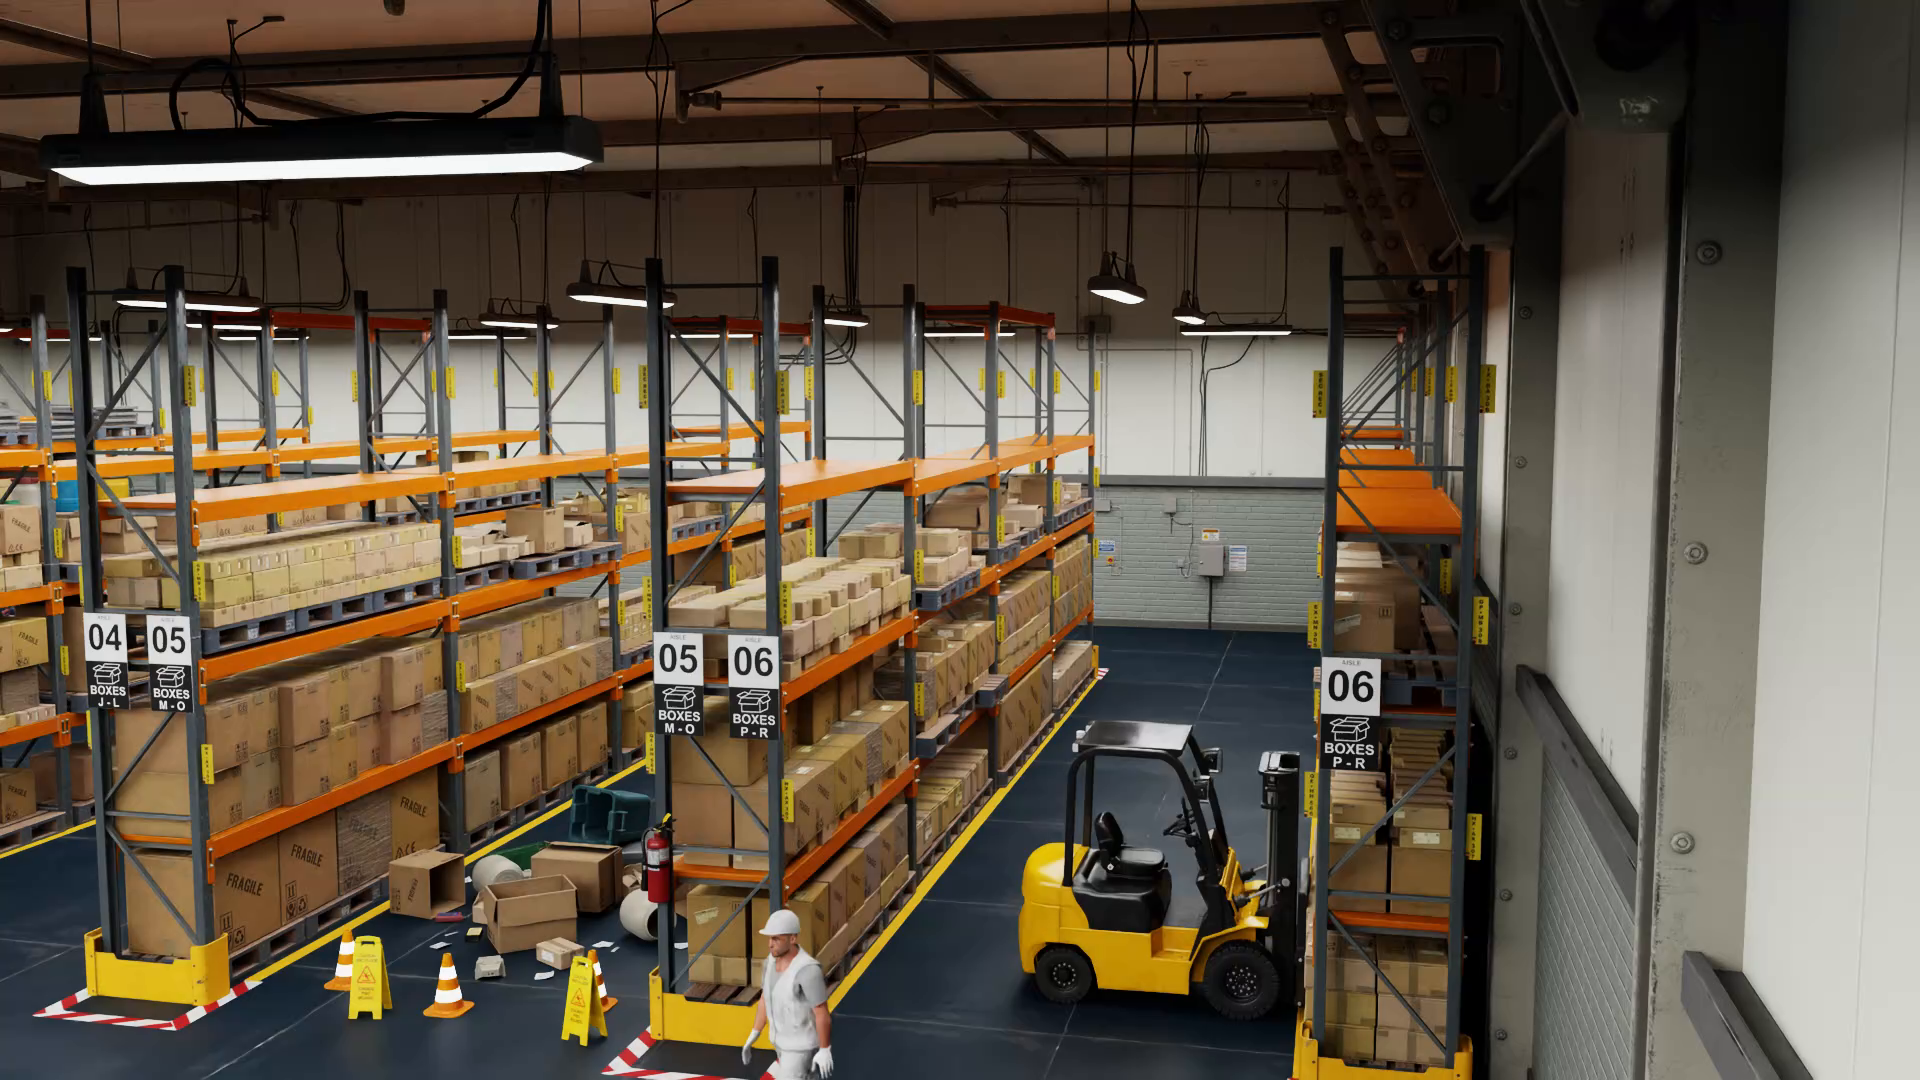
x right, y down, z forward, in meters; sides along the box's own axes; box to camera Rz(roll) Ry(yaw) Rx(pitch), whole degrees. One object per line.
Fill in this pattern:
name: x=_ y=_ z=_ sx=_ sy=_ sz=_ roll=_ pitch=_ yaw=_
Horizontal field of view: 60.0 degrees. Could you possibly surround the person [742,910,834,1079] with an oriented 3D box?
person: x=-1.122 y=3.205 z=10.537 sx=0.953 sy=1.738 sz=0.564 roll=-4 pitch=7 yaw=-34
